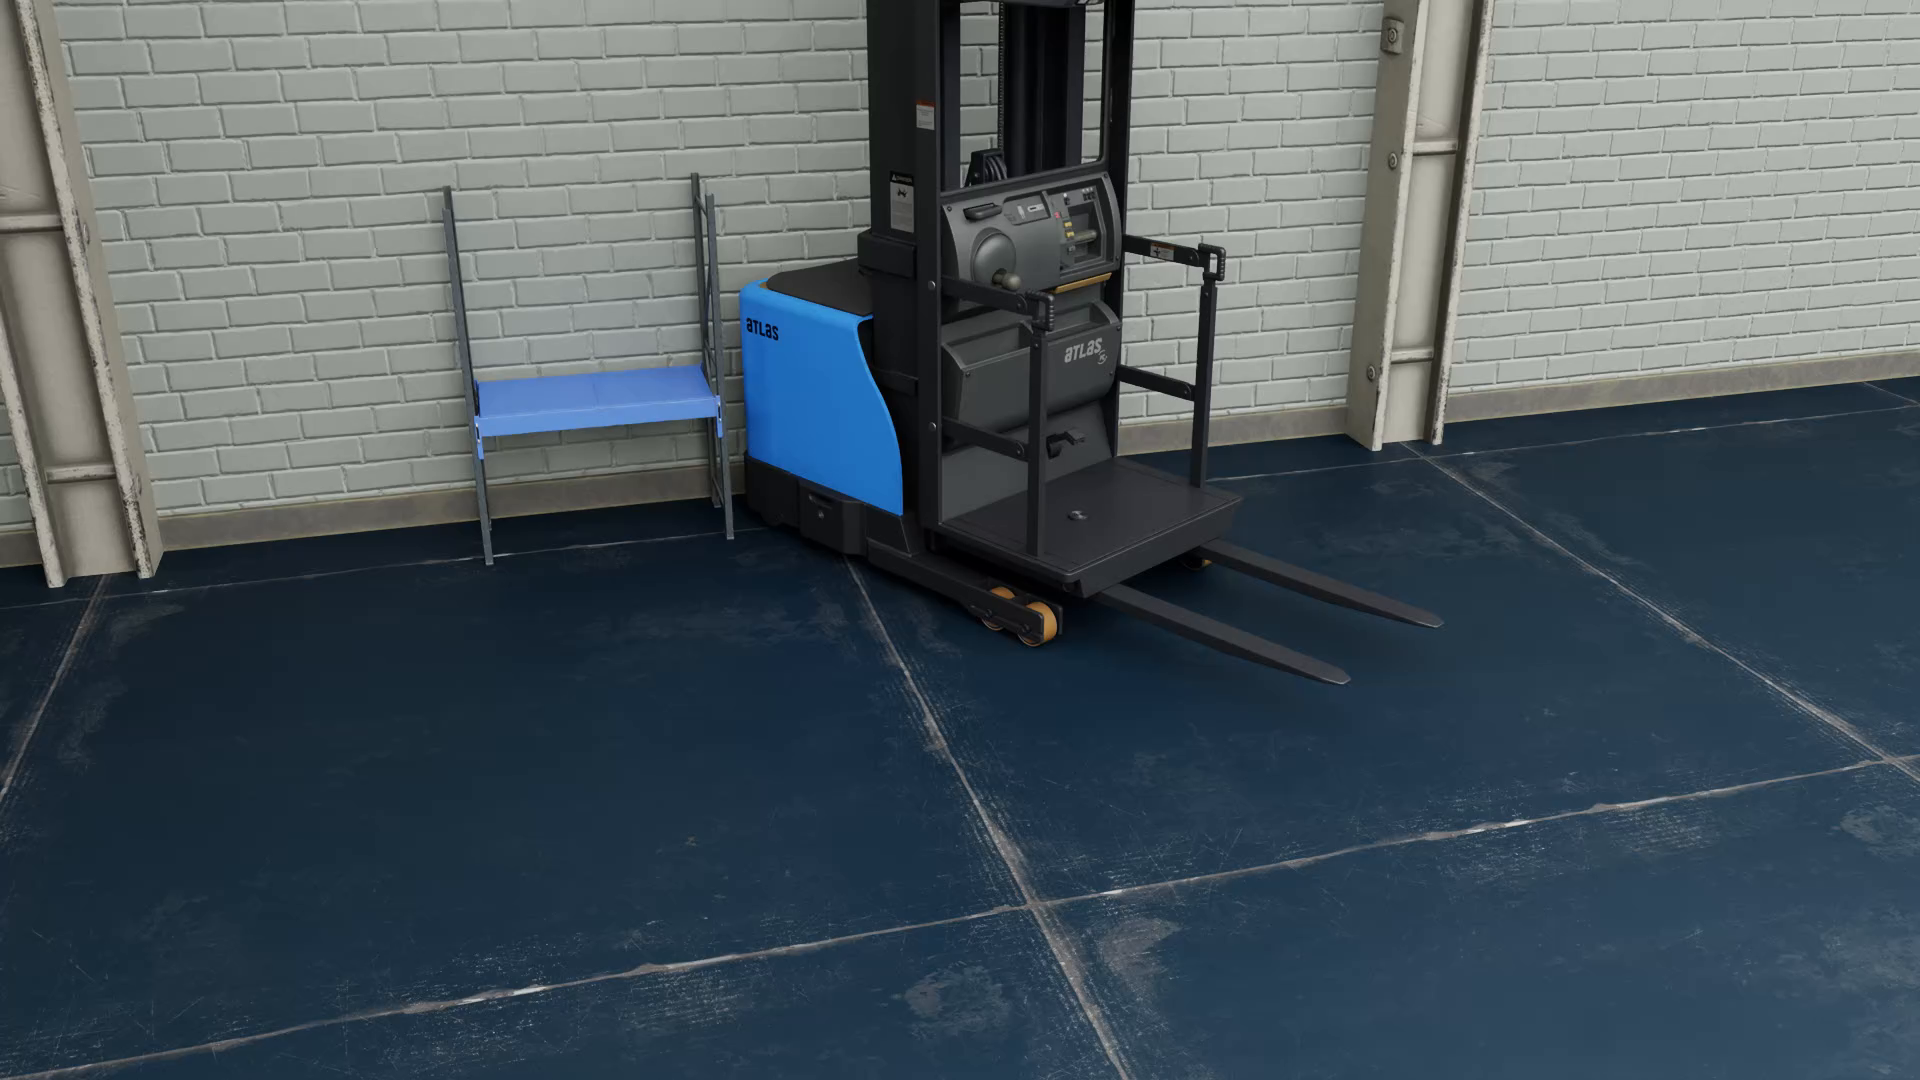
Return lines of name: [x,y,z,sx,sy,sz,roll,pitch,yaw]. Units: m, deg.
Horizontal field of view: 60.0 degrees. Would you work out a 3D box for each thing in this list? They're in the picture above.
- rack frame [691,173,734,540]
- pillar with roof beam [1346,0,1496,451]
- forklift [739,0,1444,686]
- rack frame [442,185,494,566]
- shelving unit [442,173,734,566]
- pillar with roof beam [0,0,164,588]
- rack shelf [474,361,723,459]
rack frame: [-1.068,-0.785,7.177,0.032,1.500,0.500,-6,24,-14]
pillar with roof beam: [3.363,-3.024,2.886,0.400,9.000,9.100,-6,24,-14]
forklift: [0.441,-1.174,6.268,3.031,2.935,1.130,21,31,40]
rack frame: [-2.047,-0.676,6.924,0.032,1.500,0.500,-6,24,-14]
shelving unit: [-1.557,-0.730,7.050,1.048,1.500,0.538,-6,24,-14]
pillar with roof beam: [-2.414,-2.385,1.396,0.400,9.000,9.100,-6,24,-14]
rack shelf: [-1.557,-0.565,7.121,1.000,0.185,0.538,-6,24,-14]
